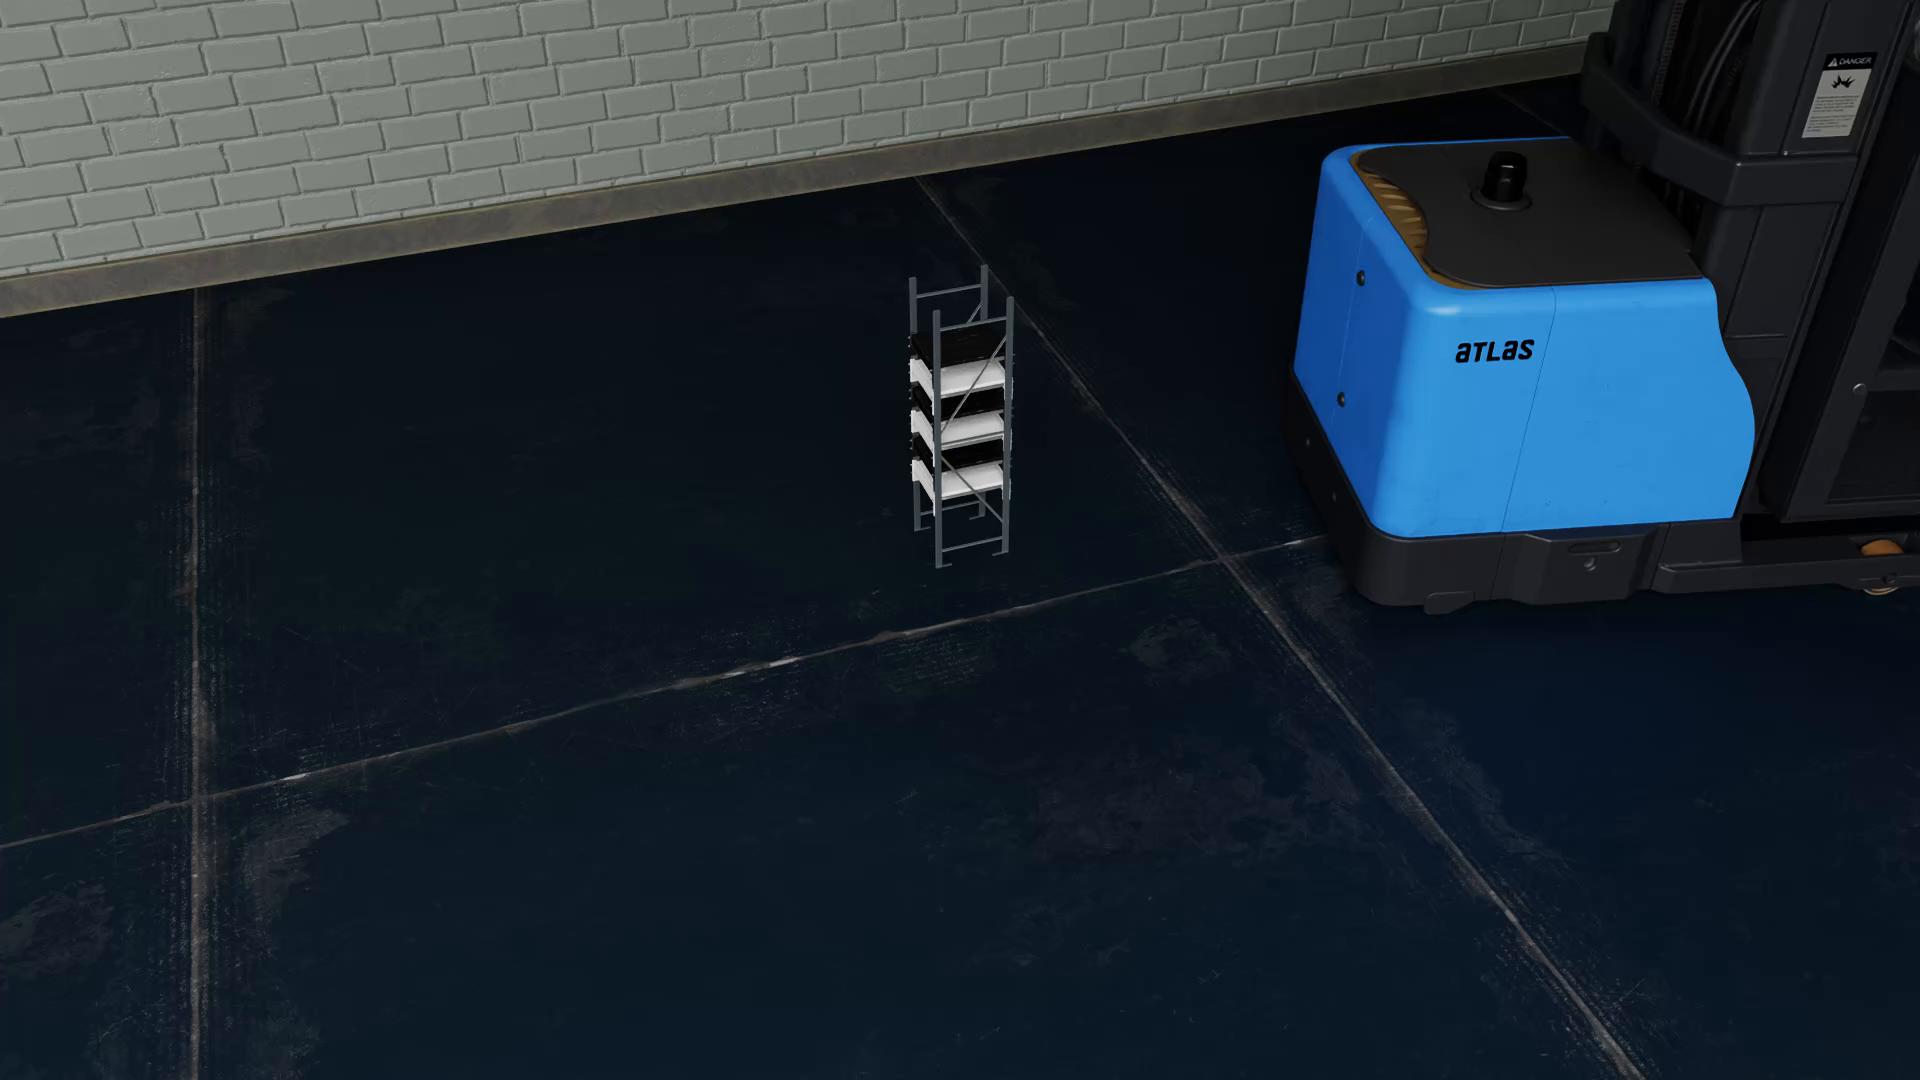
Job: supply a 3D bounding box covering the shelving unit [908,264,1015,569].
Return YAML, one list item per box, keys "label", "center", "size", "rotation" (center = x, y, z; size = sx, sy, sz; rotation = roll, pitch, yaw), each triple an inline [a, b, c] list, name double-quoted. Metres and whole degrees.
- label: "shelving unit"
  center: [0.003, -0.355, 4.973]
  size: [0.258, 0.900, 0.210]
  rotation: [-12, 39, -16]

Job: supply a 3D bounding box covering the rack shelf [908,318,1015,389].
- label: "rack shelf"
  center: [0.003, -0.544, 4.831]
  size: [0.258, 0.077, 0.200]
  rotation: [-12, 39, -16]

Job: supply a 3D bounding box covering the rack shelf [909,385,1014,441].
- label: "rack shelf"
  center: [0.003, -0.400, 4.939]
  size: [0.258, 0.077, 0.200]
  rotation: [-12, 39, -16]

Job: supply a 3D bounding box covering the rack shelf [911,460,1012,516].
- label: "rack shelf"
  center: [0.003, -0.184, 5.102]
  size: [0.258, 0.077, 0.200]
  rotation: [-12, 39, -16]

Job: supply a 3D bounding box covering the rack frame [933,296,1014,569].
- label: "rack frame"
  center: [0.038, -0.297, 4.897]
  size: [0.240, 0.900, 0.006]
  rotation: [-12, 39, -16]

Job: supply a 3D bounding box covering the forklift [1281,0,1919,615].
- label: "forklift"
  center: [2.636, -1.320, 4.566]
  size: [3.031, 2.935, 1.130]
  rotation: [-4, 37, -5]

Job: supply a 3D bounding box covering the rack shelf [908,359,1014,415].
- label: "rack shelf"
  center: [0.003, -0.472, 4.885]
  size: [0.258, 0.077, 0.200]
  rotation: [-12, 39, -16]

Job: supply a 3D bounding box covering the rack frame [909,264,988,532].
- label: "rack frame"
  center: [-0.032, -0.412, 5.049]
  size: [0.240, 0.900, 0.006]
  rotation: [-12, 39, -16]

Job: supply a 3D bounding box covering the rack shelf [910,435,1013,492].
- label: "rack shelf"
  center: [0.003, -0.256, 5.047]
  size: [0.258, 0.077, 0.200]
  rotation: [-12, 39, -16]

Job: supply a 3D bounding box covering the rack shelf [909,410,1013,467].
- label: "rack shelf"
  center: [0.003, -0.328, 4.993]
  size: [0.258, 0.077, 0.200]
  rotation: [-12, 39, -16]
